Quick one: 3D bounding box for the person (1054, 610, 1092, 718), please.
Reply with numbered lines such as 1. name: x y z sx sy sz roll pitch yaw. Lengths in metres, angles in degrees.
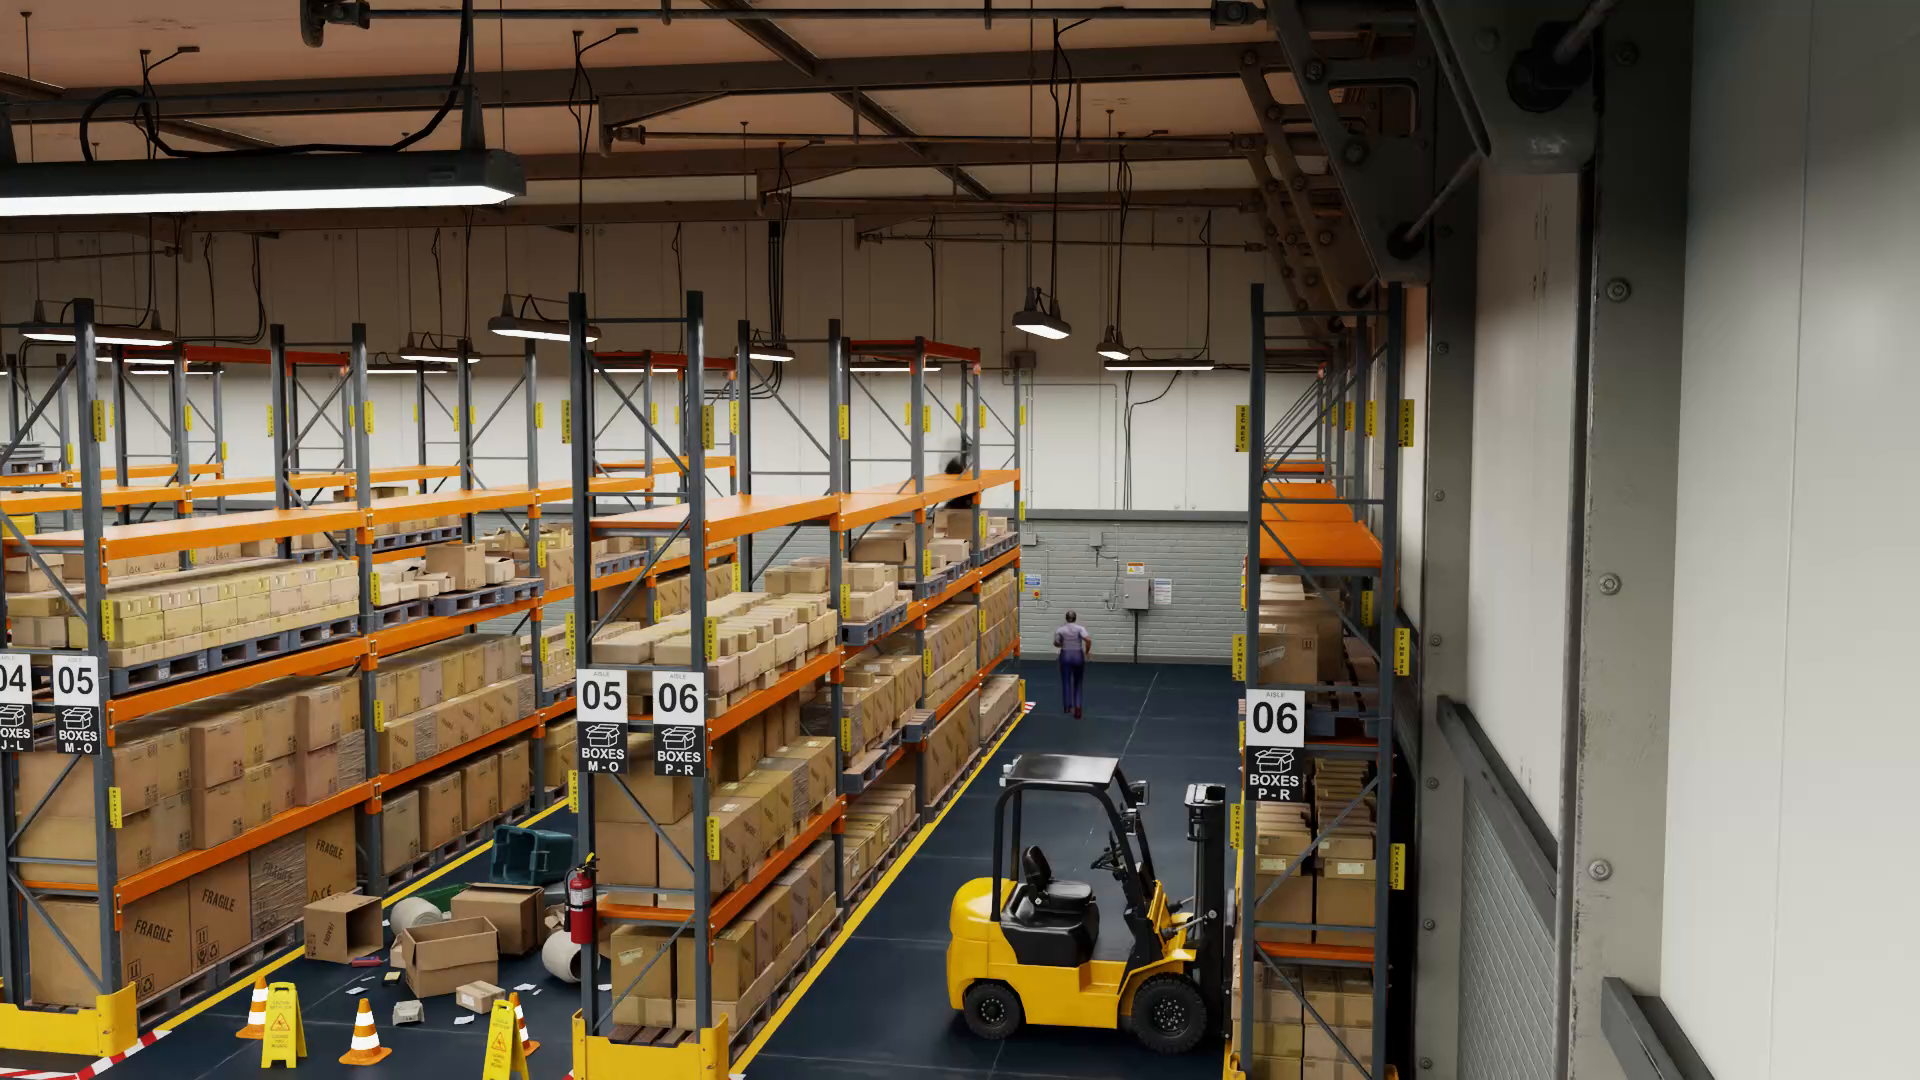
1. person: 1.764 1.977 26.250 0.574 1.763 0.697 0 5 -1
